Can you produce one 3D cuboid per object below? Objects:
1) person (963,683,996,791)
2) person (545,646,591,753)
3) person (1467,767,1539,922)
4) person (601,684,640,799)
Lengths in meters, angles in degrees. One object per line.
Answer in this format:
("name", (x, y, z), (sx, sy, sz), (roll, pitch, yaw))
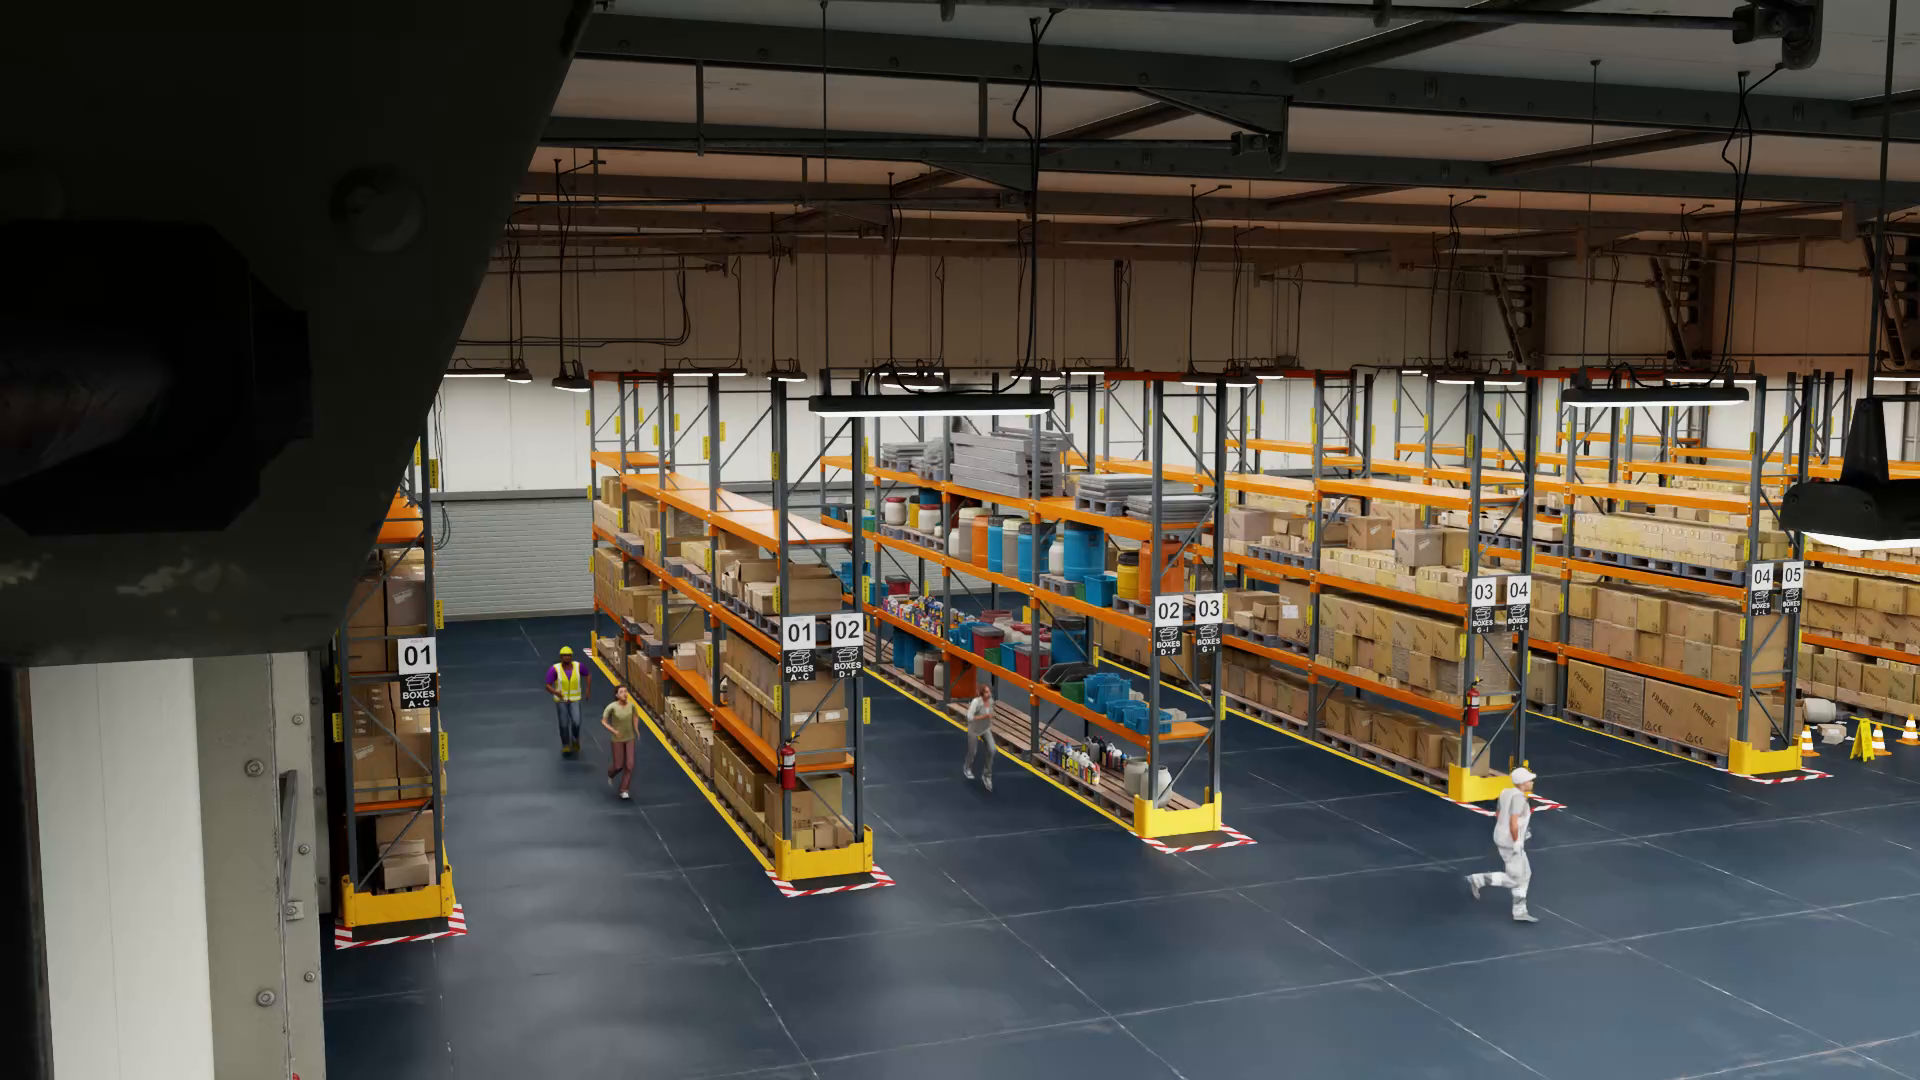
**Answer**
("person", (0.272, 2.839, 24.350), (0.528, 1.579, 0.868), (-3, 7, -24))
("person", (-6.162, 2.537, 26.250), (0.726, 1.736, 0.631), (-2, 7, -20))
("person", (6.094, 3.414, 18.633), (0.809, 1.755, 0.678), (1, 6, 5))
("person", (-4.858, 2.865, 23.870), (0.574, 1.618, 0.619), (-4, 8, -32))
